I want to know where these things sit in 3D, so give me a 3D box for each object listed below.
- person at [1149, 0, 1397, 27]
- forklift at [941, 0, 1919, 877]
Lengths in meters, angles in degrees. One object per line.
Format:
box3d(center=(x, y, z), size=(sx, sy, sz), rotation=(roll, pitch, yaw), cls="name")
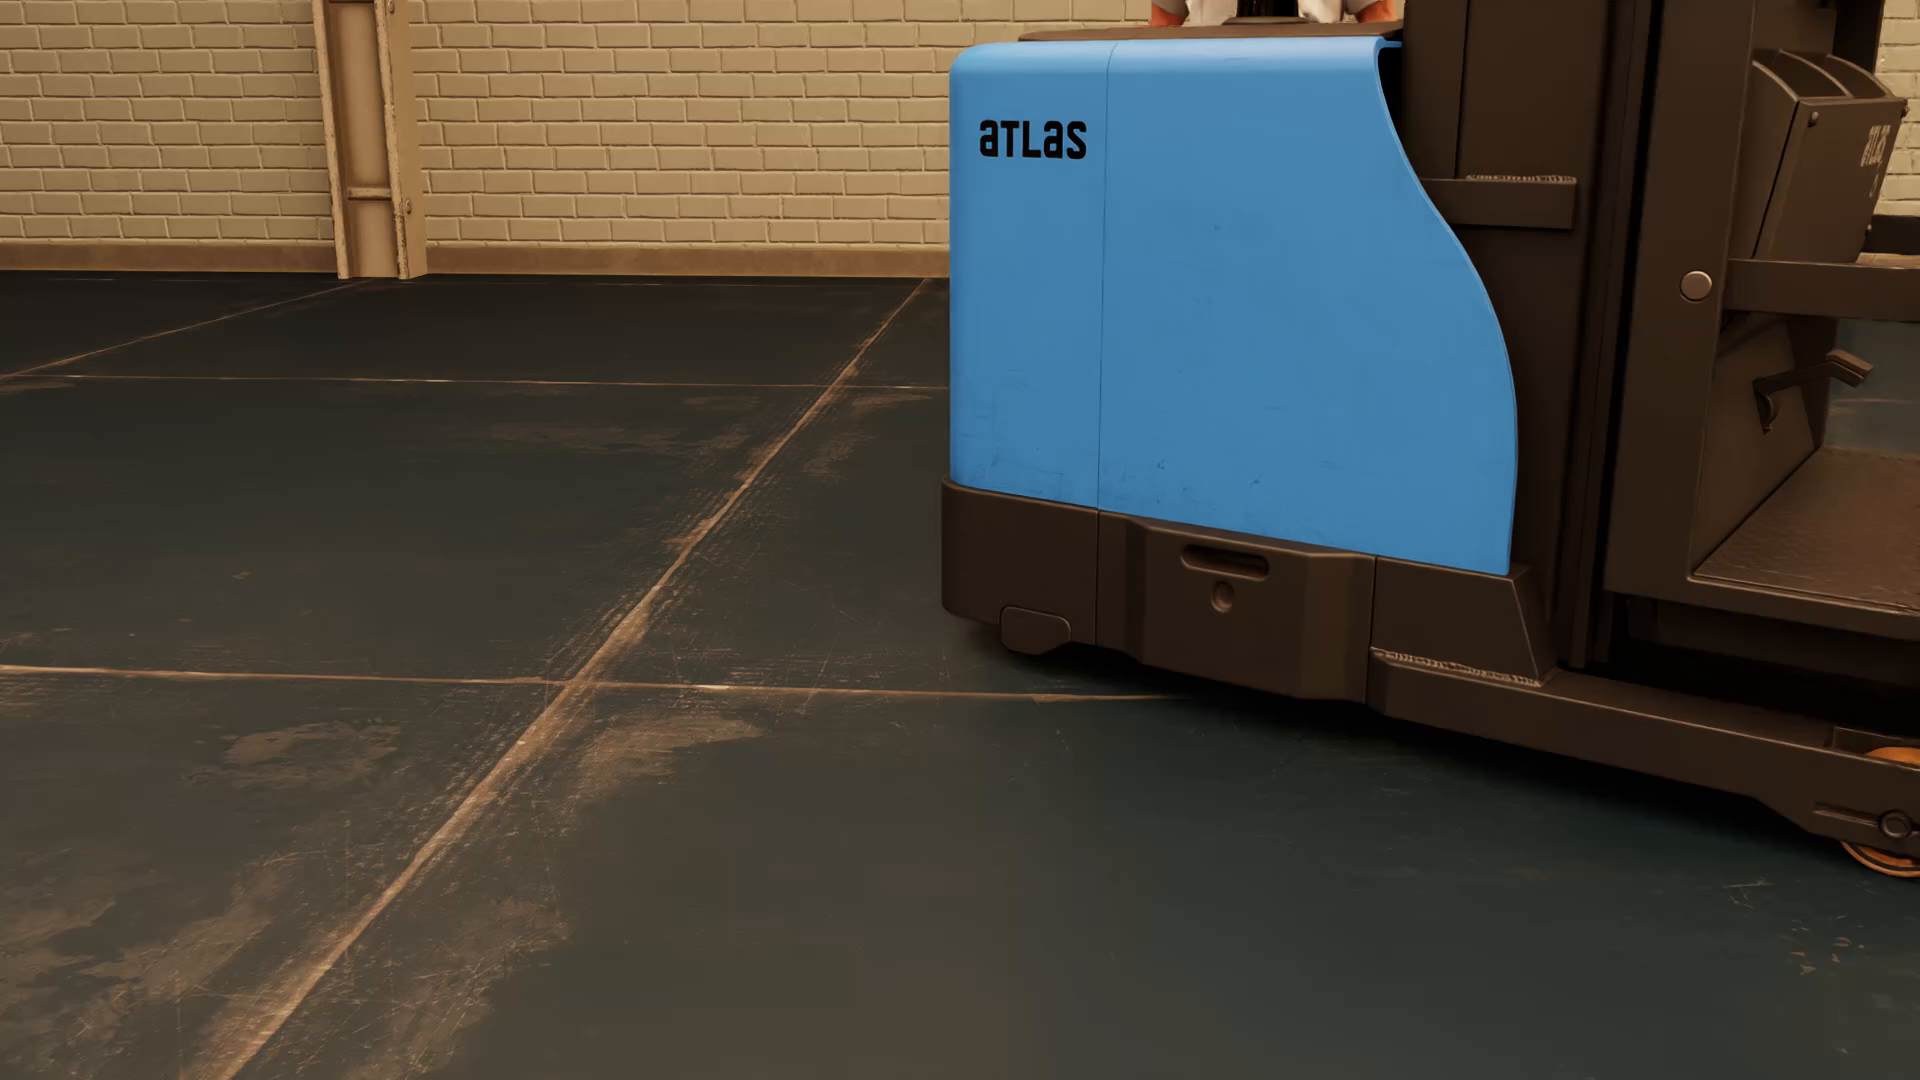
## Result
box3d(center=(0.758, -0.996, 4.147), size=(0.864, 1.747, 0.437), rotation=(7, 17, 24), cls="person")
box3d(center=(1.462, -1.101, 2.276), size=(3.031, 2.935, 1.130), rotation=(11, 18, 34), cls="forklift")
